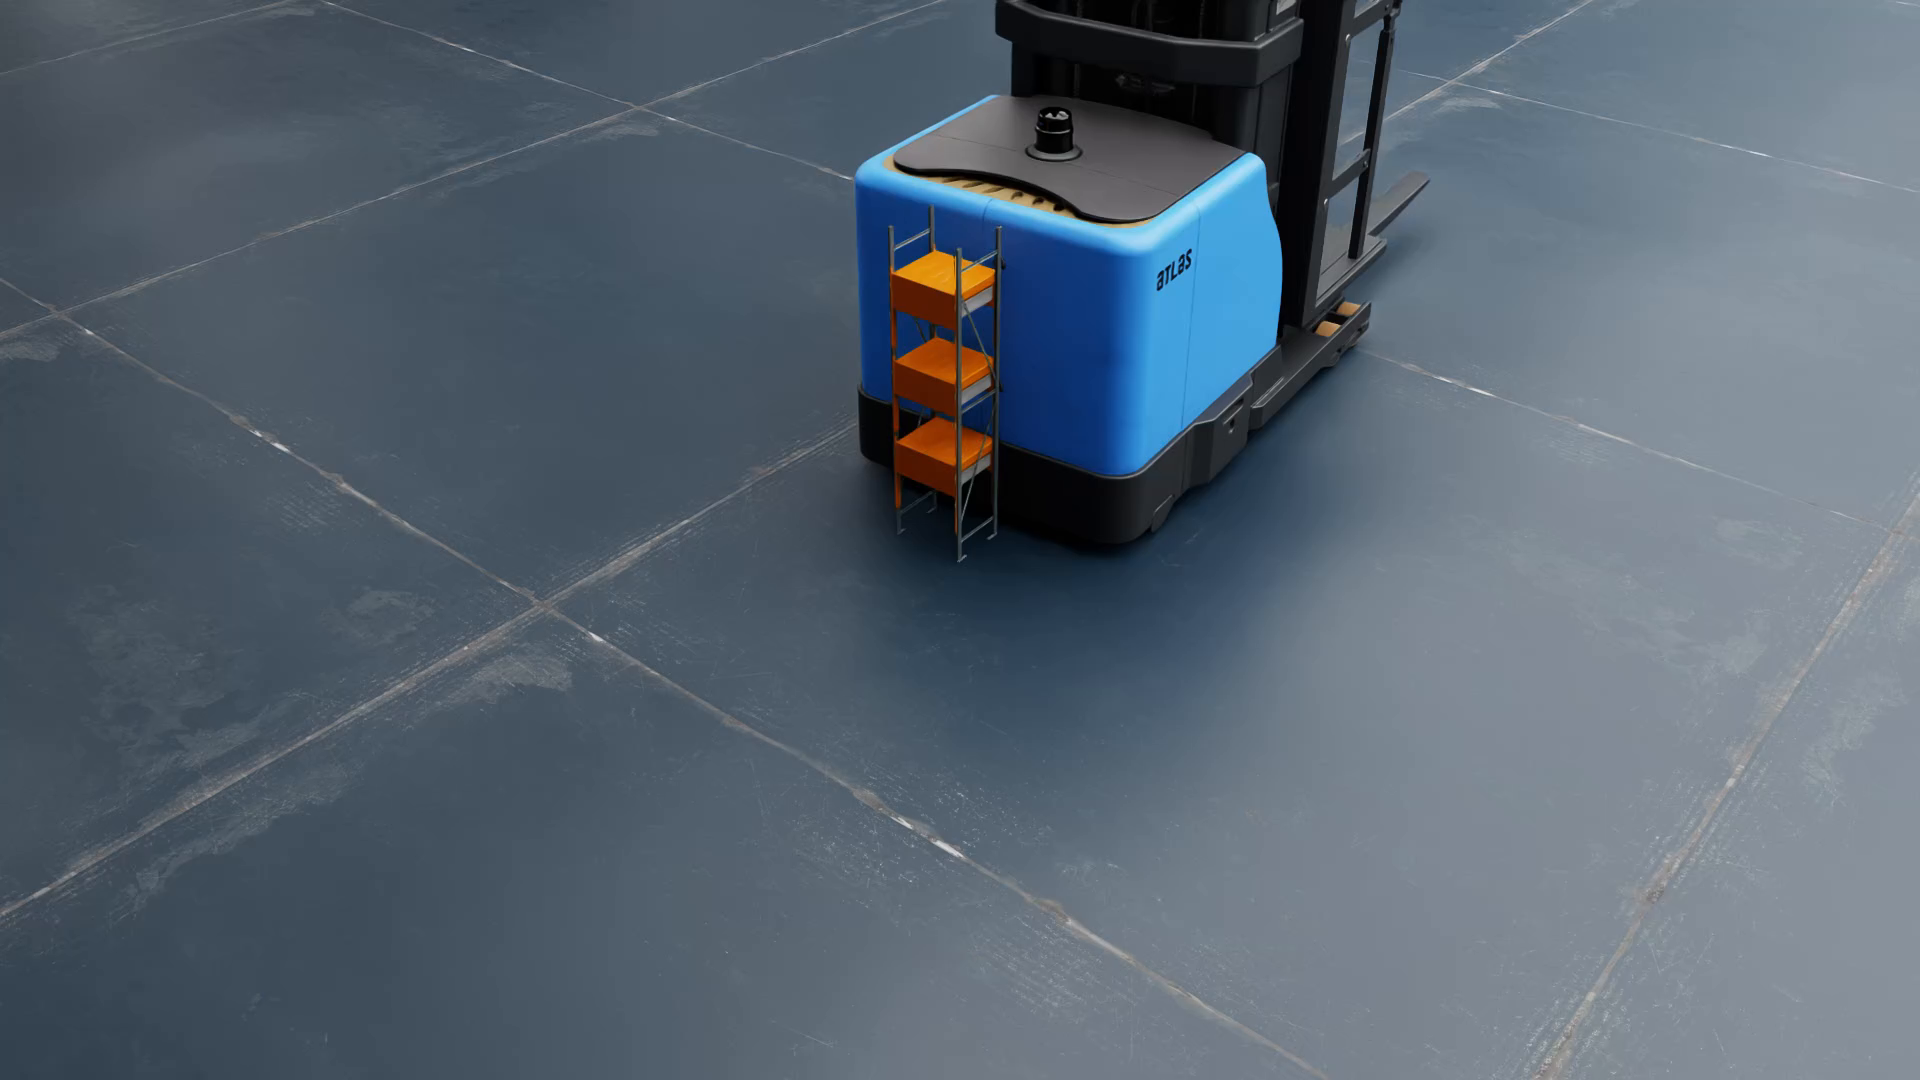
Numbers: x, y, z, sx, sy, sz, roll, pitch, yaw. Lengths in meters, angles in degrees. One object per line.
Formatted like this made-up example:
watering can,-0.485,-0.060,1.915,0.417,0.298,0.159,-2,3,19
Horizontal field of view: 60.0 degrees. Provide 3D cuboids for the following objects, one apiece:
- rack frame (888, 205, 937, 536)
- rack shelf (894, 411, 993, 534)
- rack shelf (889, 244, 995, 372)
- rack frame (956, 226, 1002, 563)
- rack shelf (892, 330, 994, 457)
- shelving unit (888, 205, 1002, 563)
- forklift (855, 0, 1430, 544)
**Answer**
rack frame,-0.140,-0.492,5.039,0.008,1.050,0.200,24,41,30
rack shelf,-0.043,-0.212,5.140,0.240,0.259,0.215,24,41,30
rack shelf,-0.043,-0.675,4.822,0.240,0.259,0.215,24,41,30
rack frame,0.053,-0.407,4.915,0.008,1.050,0.200,24,41,30
rack shelf,-0.043,-0.441,4.983,0.240,0.259,0.215,24,41,30
shelving unit,-0.043,-0.449,4.977,0.252,1.050,0.215,24,41,30
forklift,0.902,-1.989,5.557,1.130,2.935,3.031,21,40,27
